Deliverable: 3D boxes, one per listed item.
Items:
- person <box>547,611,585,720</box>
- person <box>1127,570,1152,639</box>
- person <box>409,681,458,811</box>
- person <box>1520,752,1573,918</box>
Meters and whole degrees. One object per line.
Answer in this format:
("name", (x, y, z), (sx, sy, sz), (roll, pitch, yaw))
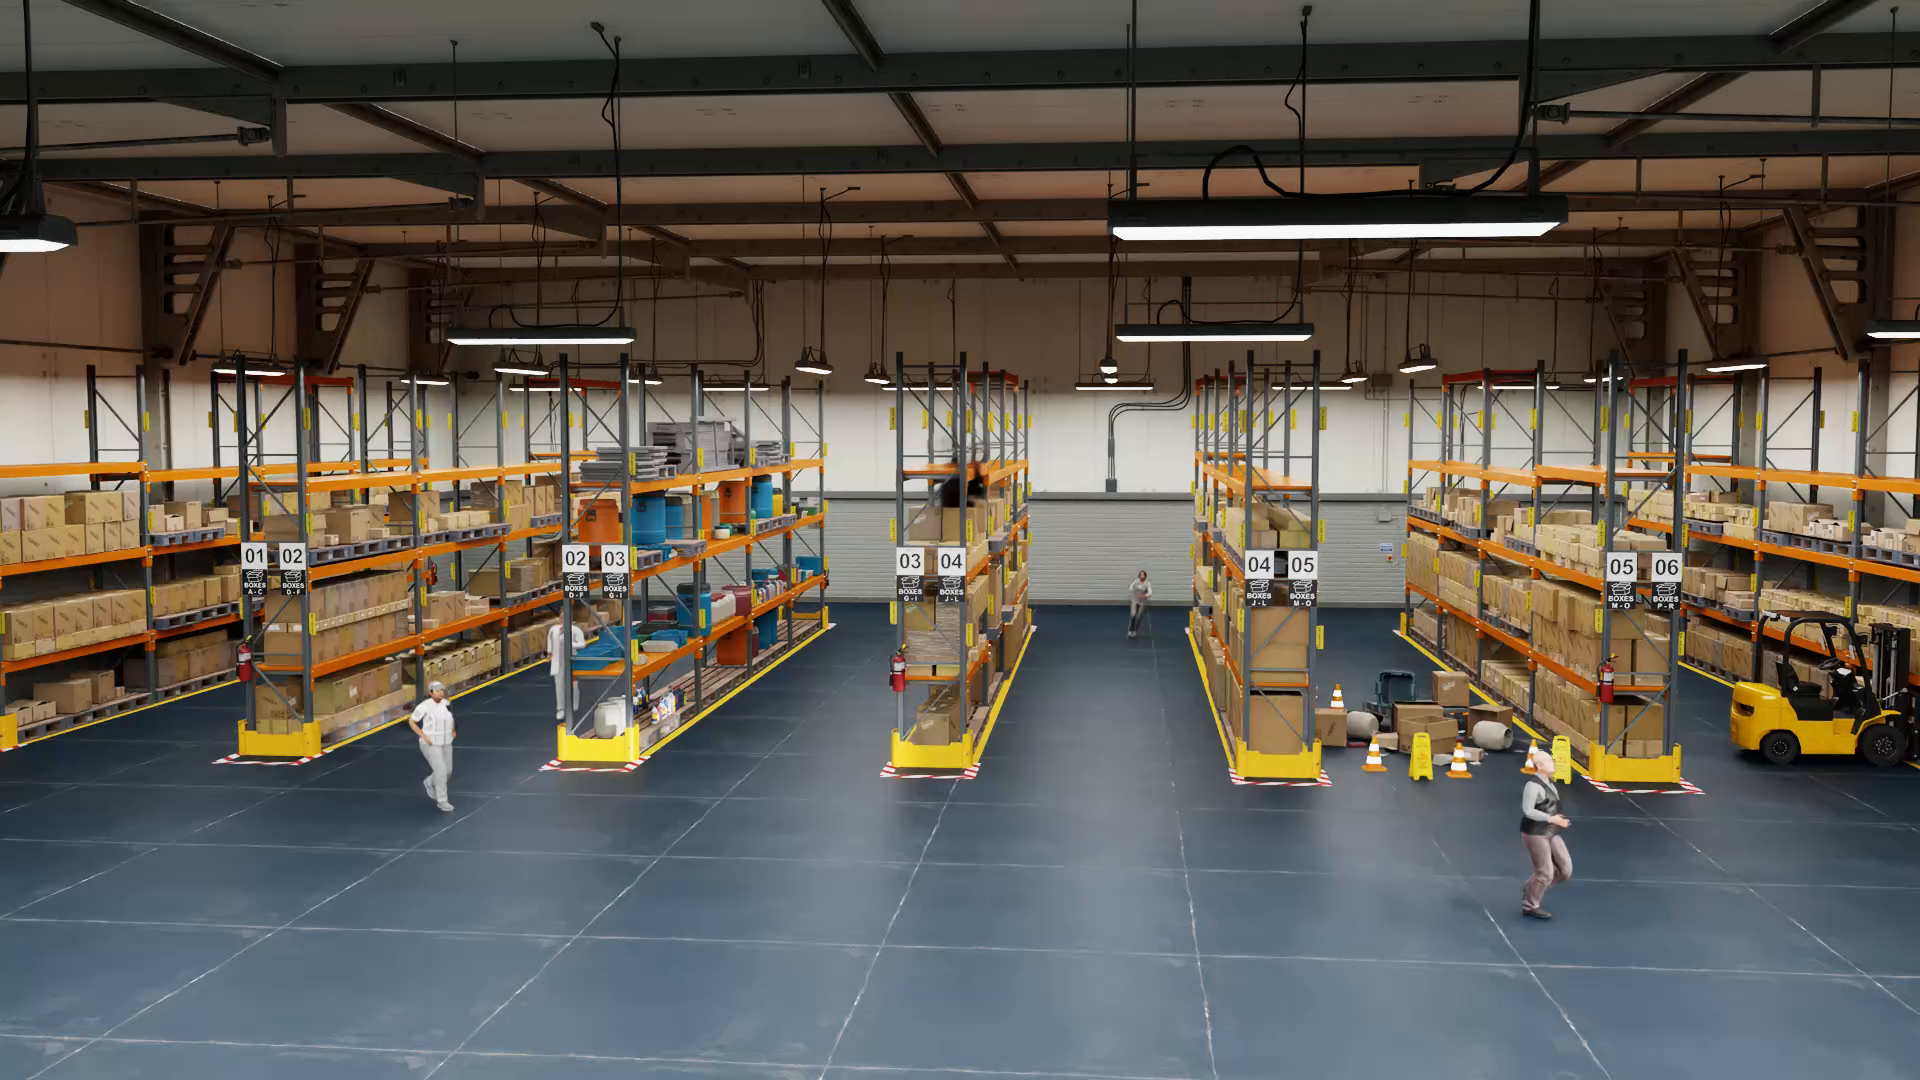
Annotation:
("person", (-6.664, 2.080, 28.135), (0.698, 1.770, 1.064), (0, 4, -1))
("person", (4.156, 1.485, 38.473), (0.569, 1.591, 0.640), (1, 4, 10))
("person", (-6.829, 2.653, 21.600), (0.720, 1.659, 0.613), (3, 5, 35))
("person", (5.928, 2.971, 16.741), (0.569, 1.682, 0.668), (4, 5, 42))
